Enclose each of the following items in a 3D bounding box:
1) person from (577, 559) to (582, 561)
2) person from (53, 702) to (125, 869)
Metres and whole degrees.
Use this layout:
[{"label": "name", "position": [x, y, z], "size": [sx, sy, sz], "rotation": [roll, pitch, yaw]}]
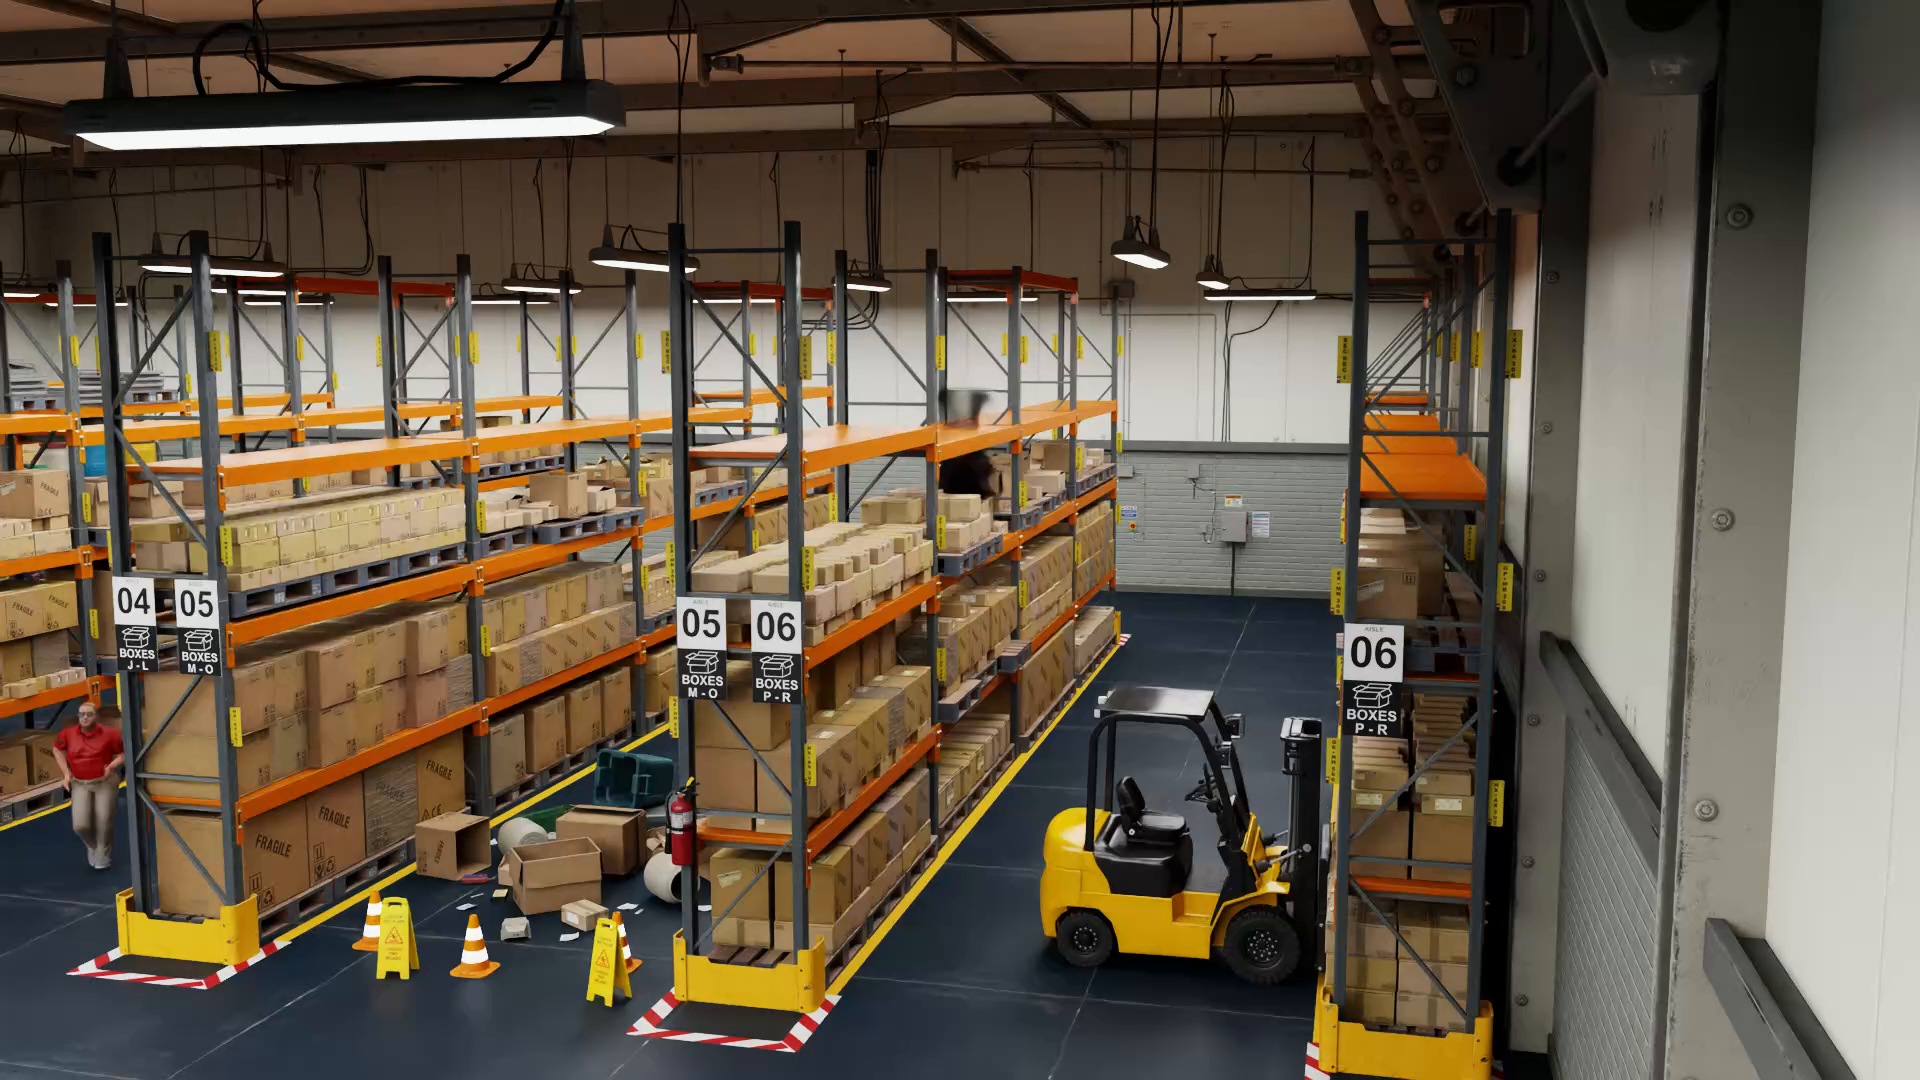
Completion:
[{"label": "person", "position": [-6.227, 1.070, 27.405], "size": [0.518, 1.559, 0.656], "rotation": [1, 7, 6]}, {"label": "person", "position": [-8.391, 2.388, 16.014], "size": [0.667, 1.676, 0.680], "rotation": [-2, 7, -15]}]
